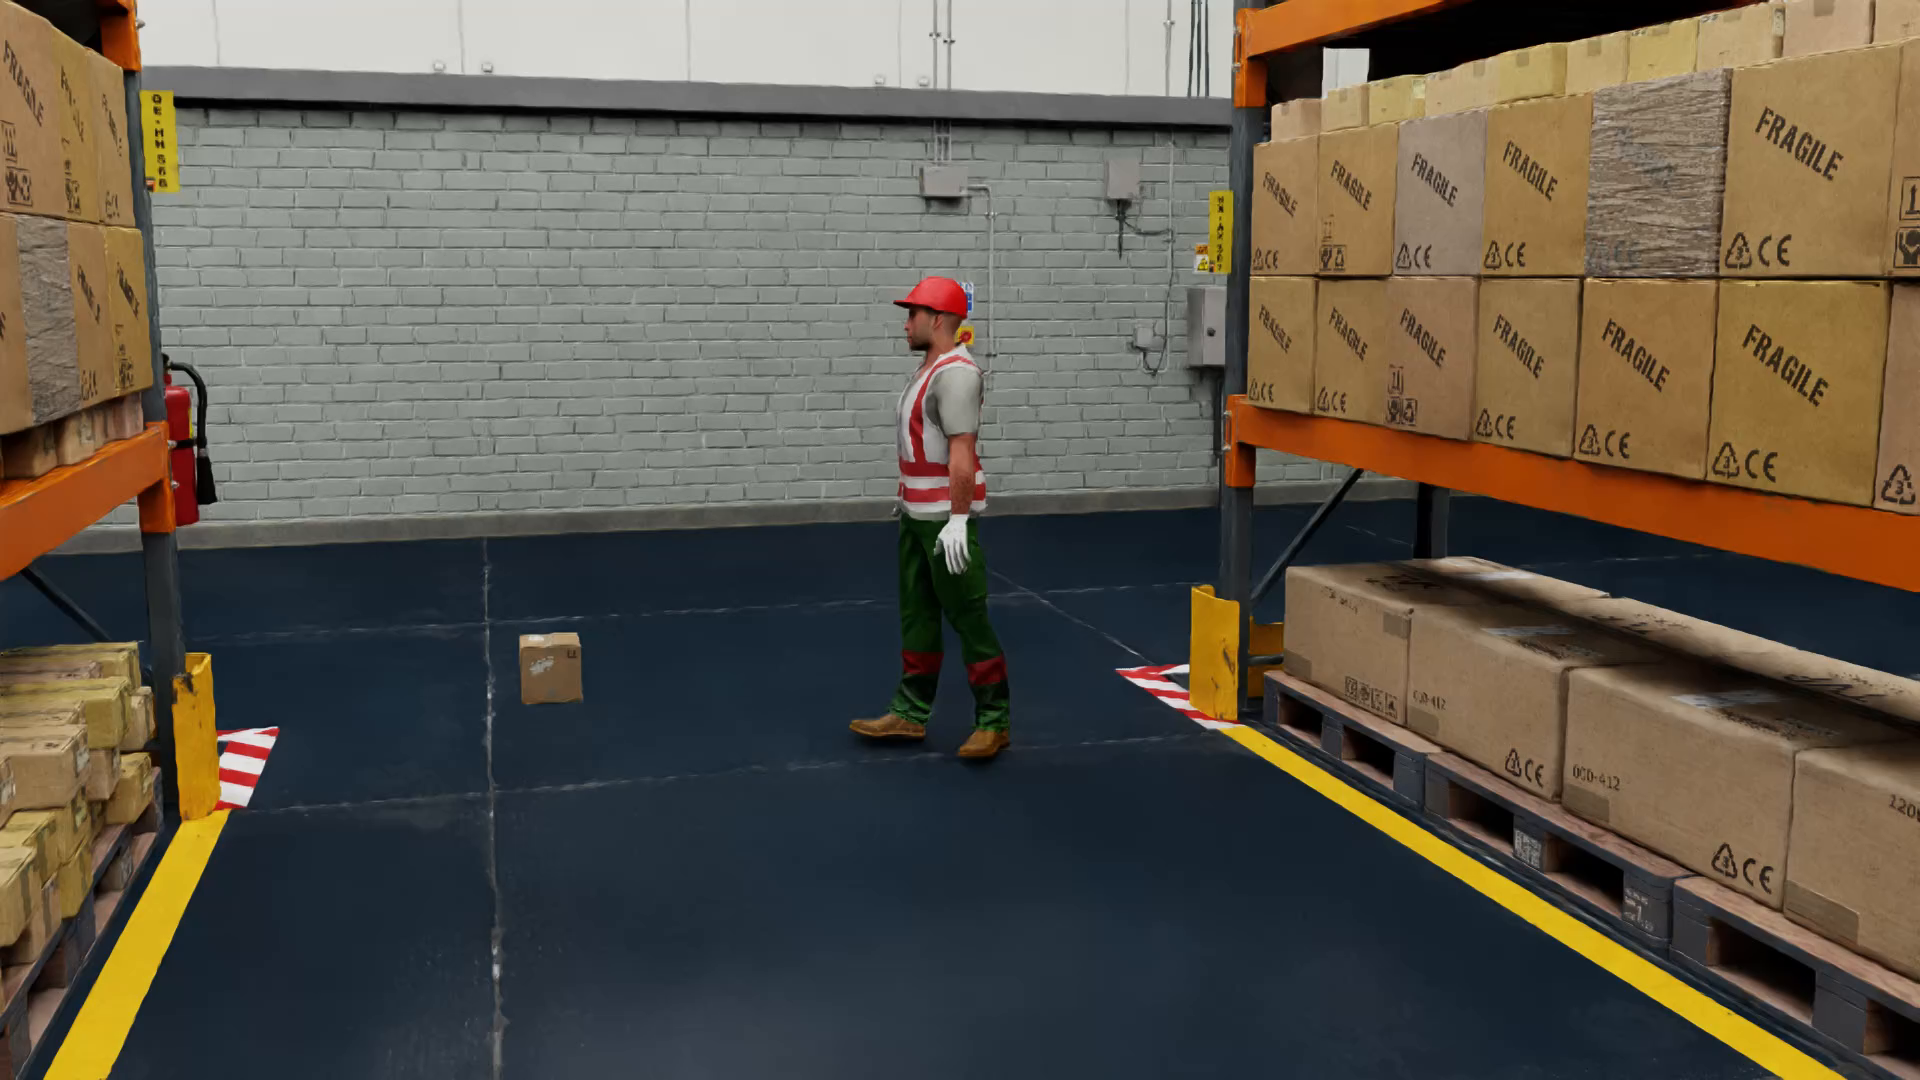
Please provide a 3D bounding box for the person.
[{"bbox_3d":[-0.125,-0.096,6.310,0.575,1.792,0.725,-2,9,-15],"label":"person"}]
